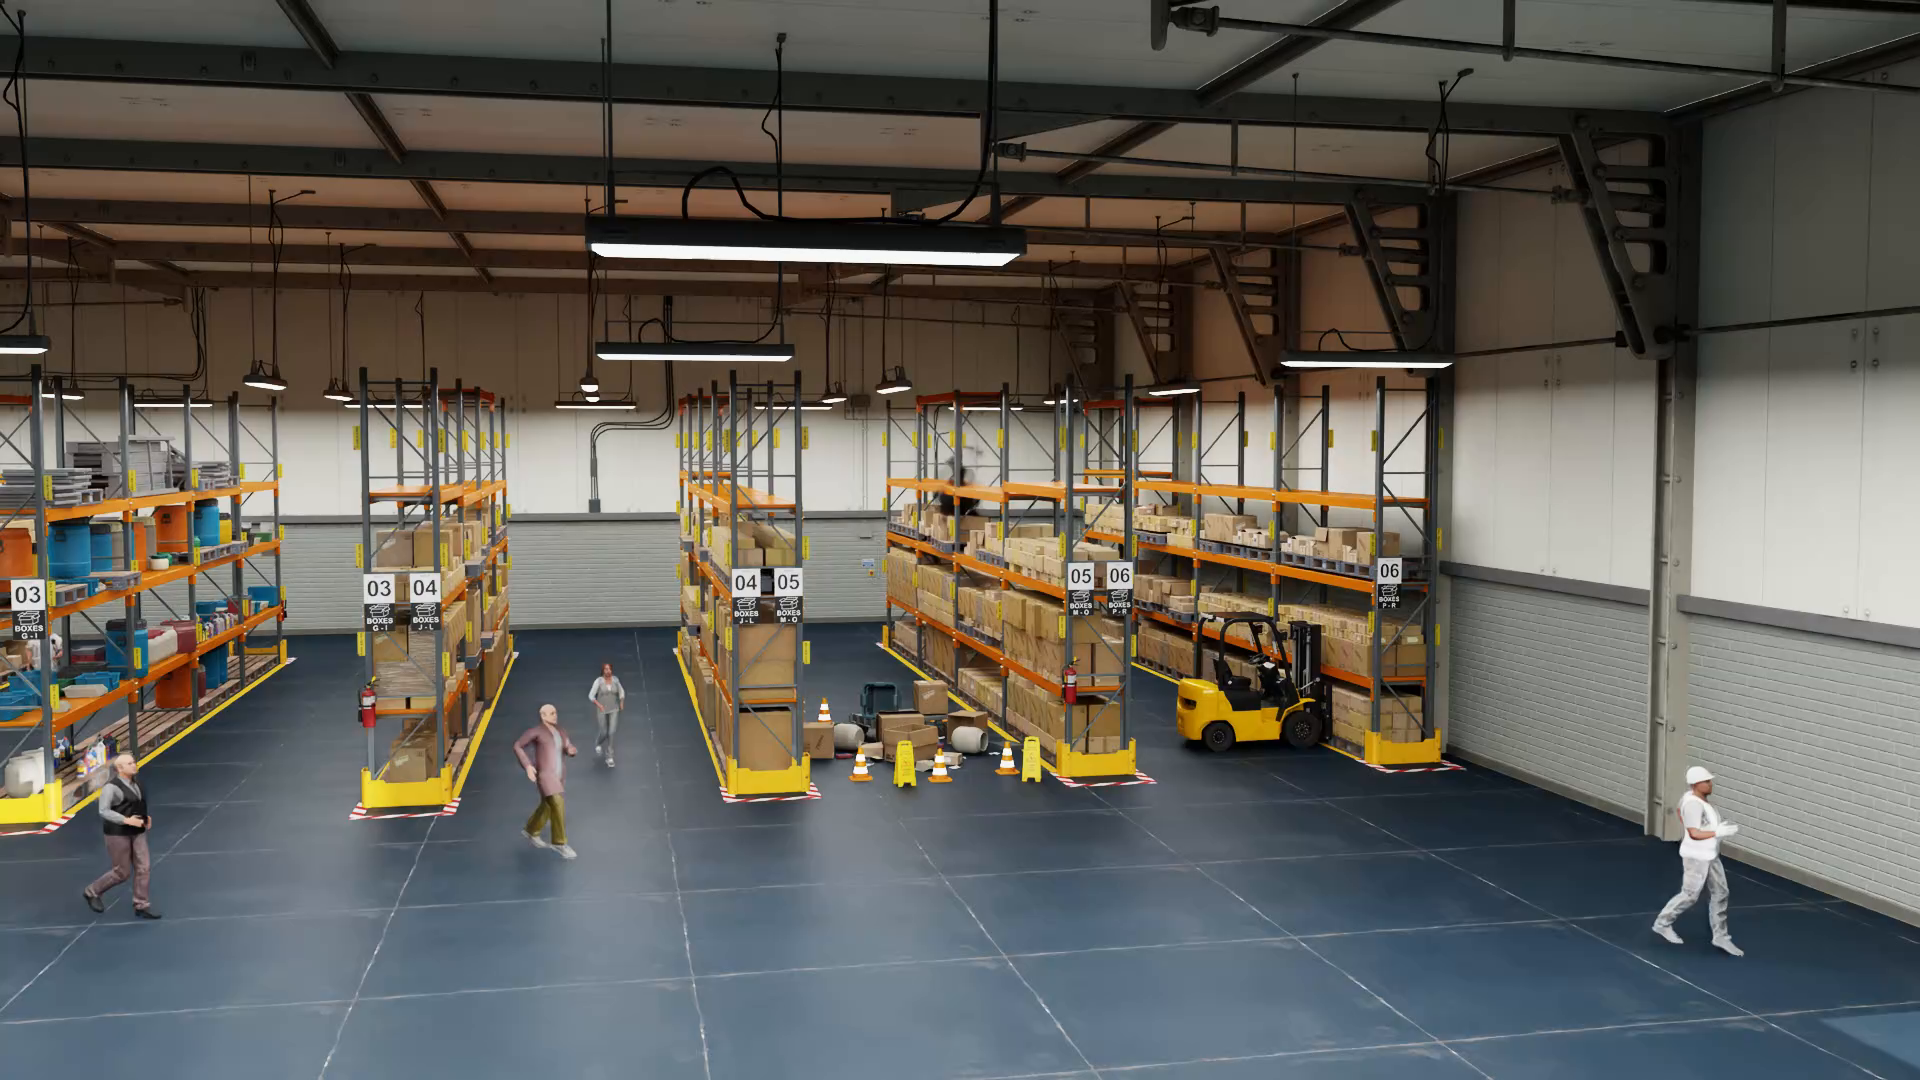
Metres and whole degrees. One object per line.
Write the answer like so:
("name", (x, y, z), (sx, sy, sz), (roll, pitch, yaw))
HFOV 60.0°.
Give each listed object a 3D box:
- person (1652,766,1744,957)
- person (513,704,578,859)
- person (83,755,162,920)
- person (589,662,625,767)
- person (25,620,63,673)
("person", (7.228, 3.122, 16.256), (0.824, 1.823, 0.664), (3, 4, 38))
("person", (-4.983, 2.895, 20.138), (0.912, 1.820, 0.683), (1, 4, 23))
("person", (-8.783, 3.109, 17.460), (0.816, 1.732, 0.683), (1, 3, 11))
("person", (-5.482, 2.730, 25.847), (0.567, 1.502, 0.679), (-2, 4, -24))
("person", (-16.821, 2.313, 30.584), (0.658, 1.739, 0.591), (-2, 4, -27))
